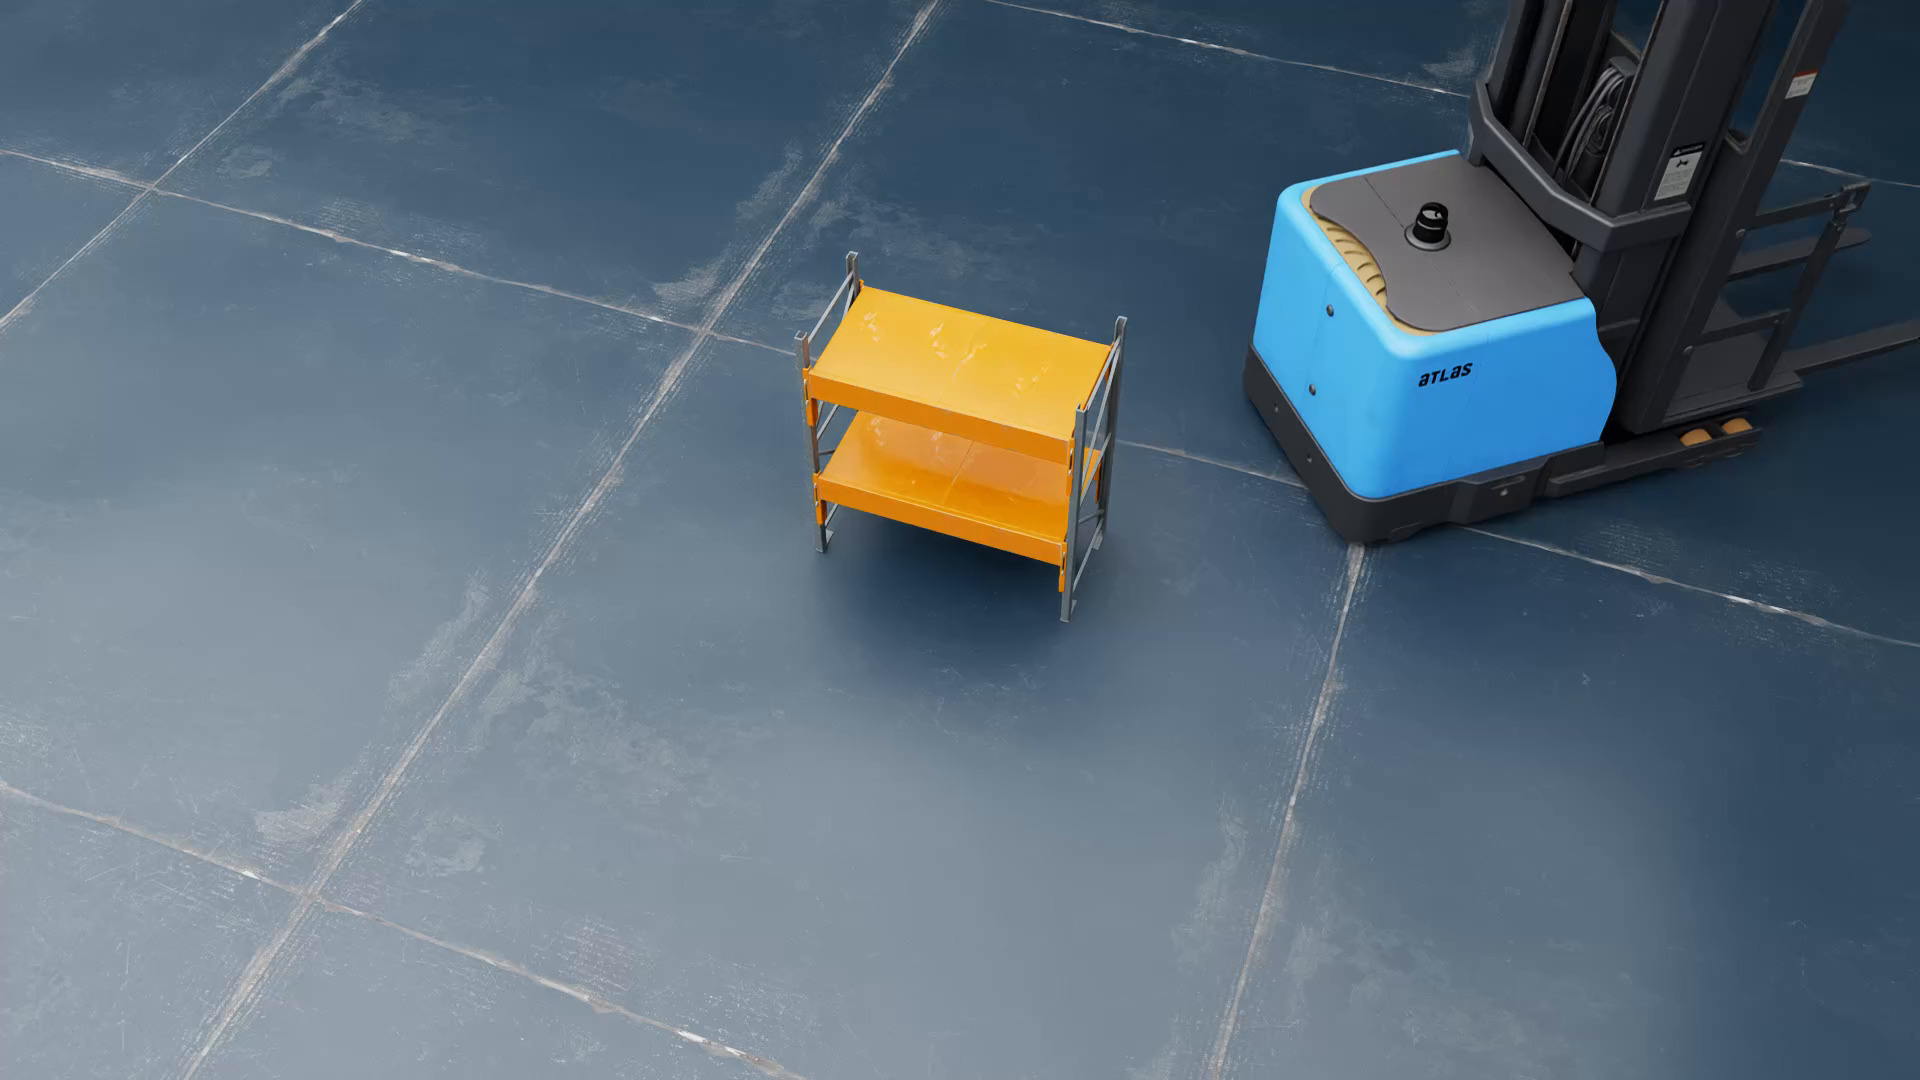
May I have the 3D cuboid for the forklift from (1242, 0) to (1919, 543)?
[{"bbox_3d":[2.779,-1.622,6.083,3.031,2.935,1.130,-14,51,-12],"label":"forklift"}]

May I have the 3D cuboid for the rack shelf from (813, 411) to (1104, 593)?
[{"bbox_3d":[0.006,-0.207,6.375,1.000,0.278,0.538,16,51,13],"label":"rack shelf"}]

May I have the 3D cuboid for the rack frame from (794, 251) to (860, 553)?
[{"bbox_3d":[-0.471,-0.500,6.305,0.032,1.125,0.500,16,51,13],"label":"rack frame"}]

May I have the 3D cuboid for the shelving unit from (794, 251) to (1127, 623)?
[{"bbox_3d":[0.006,-0.367,6.190,1.048,1.125,0.538,16,51,13],"label":"shelving unit"}]

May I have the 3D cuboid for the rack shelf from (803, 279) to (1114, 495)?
[{"bbox_3d":[0.006,-0.558,5.969,1.000,0.278,0.538,16,51,13],"label":"rack shelf"}]

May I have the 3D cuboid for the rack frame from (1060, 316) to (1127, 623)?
[{"bbox_3d":[0.483,-0.234,6.075,0.032,1.125,0.500,16,51,13],"label":"rack frame"}]
